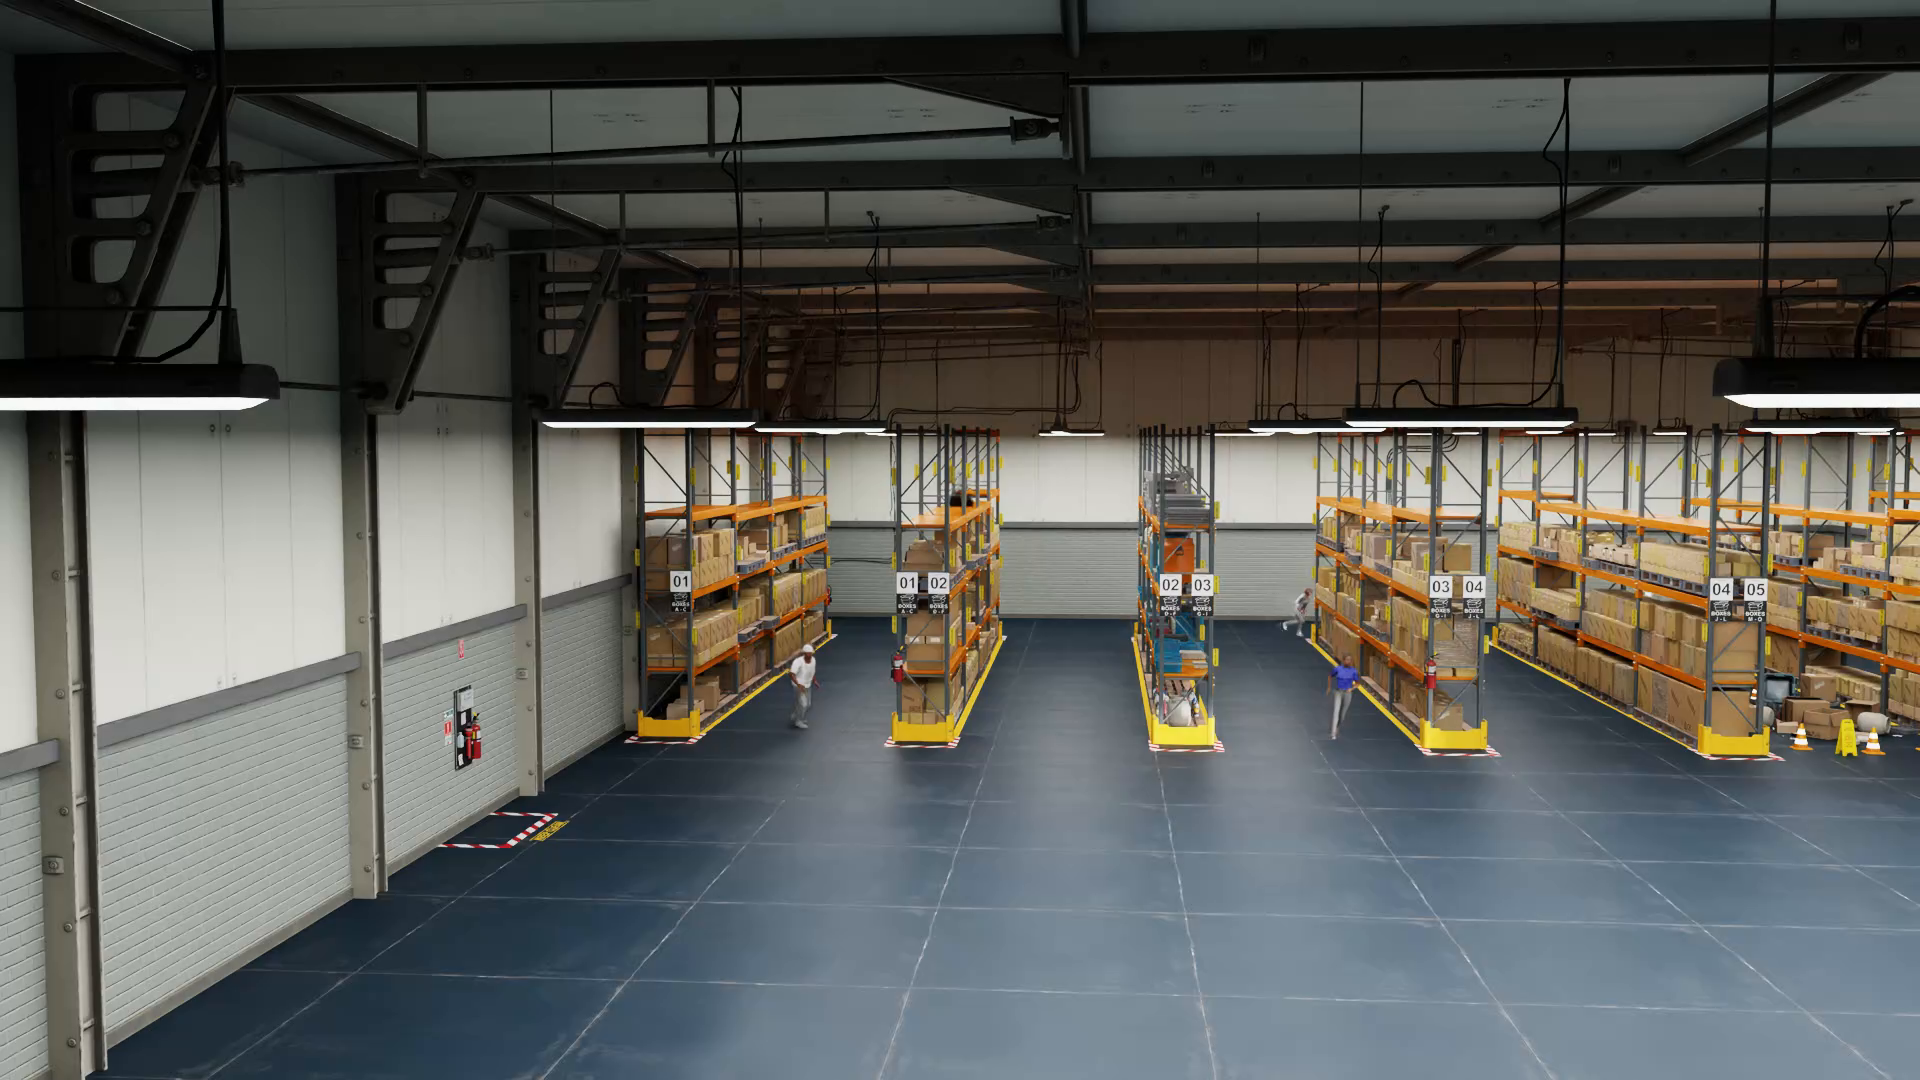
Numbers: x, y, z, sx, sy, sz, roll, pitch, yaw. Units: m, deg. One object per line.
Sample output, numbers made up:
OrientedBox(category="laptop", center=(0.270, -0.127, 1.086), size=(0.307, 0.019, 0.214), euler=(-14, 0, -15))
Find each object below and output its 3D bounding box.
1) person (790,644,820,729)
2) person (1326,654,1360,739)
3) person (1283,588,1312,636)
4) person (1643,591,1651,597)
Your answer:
OrientedBox(category="person", center=(-3.144, 2.884, 32.853), size=(0.822, 1.695, 0.665), euler=(3, 5, 40))
OrientedBox(category="person", center=(7.282, 2.945, 31.630), size=(0.626, 1.586, 1.017), euler=(0, 3, 7))
OrientedBox(category="person", center=(9.816, 2.079, 48.343), size=(0.912, 1.425, 0.542), euler=(3, 5, 41))
OrientedBox(category="person", center=(19.550, 2.011, 47.411), size=(0.840, 1.728, 0.578), euler=(0, 3, -5))
